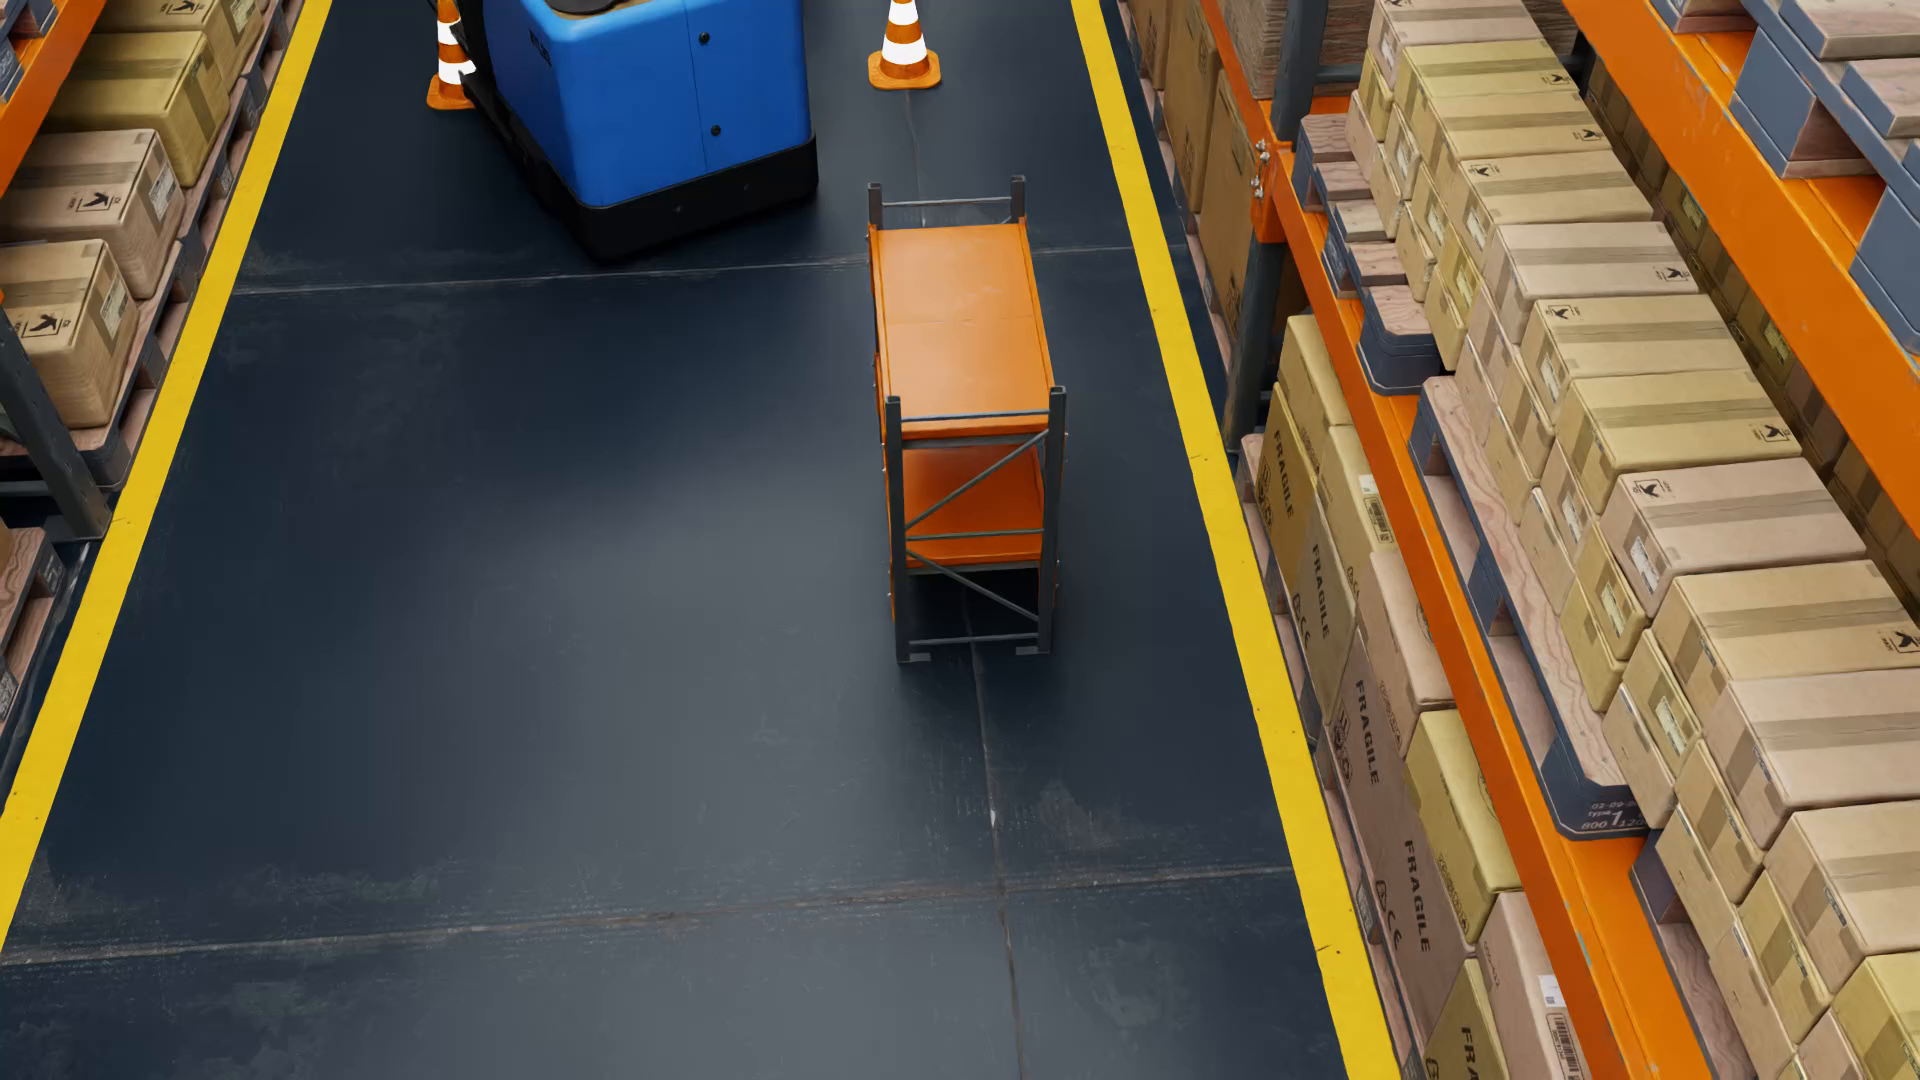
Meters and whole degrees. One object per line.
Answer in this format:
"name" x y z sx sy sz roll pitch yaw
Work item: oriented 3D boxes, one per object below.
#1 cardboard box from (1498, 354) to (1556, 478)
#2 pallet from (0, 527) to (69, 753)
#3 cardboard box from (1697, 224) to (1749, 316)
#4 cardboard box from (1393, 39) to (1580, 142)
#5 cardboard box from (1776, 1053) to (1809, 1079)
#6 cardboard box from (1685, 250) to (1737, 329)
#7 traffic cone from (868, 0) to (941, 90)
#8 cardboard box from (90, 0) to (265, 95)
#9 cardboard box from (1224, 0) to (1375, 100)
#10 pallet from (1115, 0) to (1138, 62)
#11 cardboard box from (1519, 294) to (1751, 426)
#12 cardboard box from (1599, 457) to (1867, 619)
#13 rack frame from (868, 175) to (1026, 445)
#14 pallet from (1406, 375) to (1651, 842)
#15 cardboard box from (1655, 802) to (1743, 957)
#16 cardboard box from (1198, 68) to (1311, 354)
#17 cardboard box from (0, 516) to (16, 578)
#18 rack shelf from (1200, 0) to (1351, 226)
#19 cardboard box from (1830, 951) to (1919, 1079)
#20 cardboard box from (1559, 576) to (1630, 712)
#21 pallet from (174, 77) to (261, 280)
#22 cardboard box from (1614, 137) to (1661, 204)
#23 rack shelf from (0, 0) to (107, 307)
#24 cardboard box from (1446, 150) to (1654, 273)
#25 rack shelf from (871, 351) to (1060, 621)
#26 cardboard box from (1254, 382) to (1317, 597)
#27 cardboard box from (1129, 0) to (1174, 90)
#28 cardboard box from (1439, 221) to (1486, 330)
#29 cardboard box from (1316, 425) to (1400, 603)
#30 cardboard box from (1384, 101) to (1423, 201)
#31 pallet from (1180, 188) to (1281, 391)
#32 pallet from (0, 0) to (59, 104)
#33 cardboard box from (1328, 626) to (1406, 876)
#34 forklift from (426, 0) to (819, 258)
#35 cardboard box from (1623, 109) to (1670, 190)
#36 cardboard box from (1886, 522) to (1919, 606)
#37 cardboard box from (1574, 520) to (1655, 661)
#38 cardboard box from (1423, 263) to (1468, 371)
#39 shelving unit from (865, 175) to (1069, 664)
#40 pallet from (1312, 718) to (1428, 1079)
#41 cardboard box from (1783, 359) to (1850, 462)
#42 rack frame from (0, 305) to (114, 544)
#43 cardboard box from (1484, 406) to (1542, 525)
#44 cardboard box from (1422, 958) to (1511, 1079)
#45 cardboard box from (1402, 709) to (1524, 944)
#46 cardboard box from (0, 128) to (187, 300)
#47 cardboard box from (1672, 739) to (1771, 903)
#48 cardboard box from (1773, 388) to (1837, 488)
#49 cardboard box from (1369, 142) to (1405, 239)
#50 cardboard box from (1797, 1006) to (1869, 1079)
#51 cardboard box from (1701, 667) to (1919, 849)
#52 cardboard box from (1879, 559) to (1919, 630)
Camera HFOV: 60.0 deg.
"cardboard box" 1.413 -0.283 3.631 0.380 0.149 0.250 -4 47 -4
"pallet" -3.470 0.492 5.139 1.003 0.211 1.213 -3 47 -3
"cardboard box" 2.028 -0.683 4.009 0.380 0.149 0.250 -3 47 -3
"cardboard box" 1.334 -1.138 4.236 0.380 0.149 0.250 -5 47 -4
"cardboard box" 1.545 0.956 2.662 0.380 0.149 0.250 -3 47 -3
"cardboard box" 2.021 -0.599 4.135 0.380 0.149 0.250 -4 47 -4
"traffic cone" -0.264 -2.376 7.681 0.336 0.463 0.334 -3 47 -3
"cardboard box" -3.685 -2.278 7.362 0.950 0.372 0.625 -1 47 -1
"cardboard box" 1.158 -1.760 5.282 0.500 0.500 0.500 -3 47 -3
"pallet" 1.268 -2.798 8.254 1.003 0.211 1.213 -3 47 -3
"cardboard box" 1.421 -0.382 3.520 0.380 0.149 0.250 -2 47 -2
"cardboard box" 1.462 -0.006 3.164 0.380 0.149 0.250 -5 47 -5
"rack frame" -0.042 -0.750 5.685 0.500 1.125 0.032 -3 47 -3
"pallet" 1.670 0.079 3.741 1.003 0.211 1.213 -3 47 -3
"cardboard box" 1.506 0.595 3.005 0.380 0.149 0.250 -6 47 -5
"cardboard box" 1.502 -1.233 6.112 1.050 0.750 0.750 -4 47 -4
"cardboard box" -3.485 0.049 4.812 0.875 0.875 0.875 -4 47 -4
"rack shelf" 1.296 -2.616 6.657 1.077 0.370 4.000 -3 47 -3
"cardboard box" 1.547 0.742 2.455 0.380 0.149 0.250 -5 47 -4
"cardboard box" 1.456 0.202 3.376 0.380 0.149 0.250 -2 47 -2
"pallet" -3.623 -1.530 7.053 1.003 0.211 1.213 -3 47 -3
"cardboard box" 1.982 -0.966 4.482 0.380 0.149 0.250 -4 47 -3
"rack shelf" -3.628 -2.242 6.303 1.077 0.370 4.000 -3 47 -3
"cardboard box" 1.372 -0.769 3.886 0.380 0.149 0.250 -5 47 -5
"rack shelf" 0.001 -0.214 5.514 0.538 0.278 1.000 -3 47 -3
"cardboard box" 1.269 -0.174 5.281 0.500 0.500 0.500 -5 47 -5
"cardboard box" 1.347 -2.539 7.349 1.050 0.750 0.750 -3 47 -3
"cardboard box" 1.376 -0.643 3.972 0.380 0.149 0.250 -3 47 -3
"cardboard box" 1.323 -0.079 4.674 0.500 0.250 0.500 -4 47 -4
"cardboard box" 1.329 -1.019 4.328 0.380 0.149 0.250 -1 47 -1
"pallet" 1.473 -1.032 6.582 1.003 0.211 1.213 -3 47 -3
"pallet" -3.626 -1.485 5.223 1.213 0.211 1.003 -3 47 -3
"cardboard box" 1.362 0.561 4.585 0.500 0.500 0.500 -5 47 -4
"forklift" -1.782 -3.213 6.774 1.130 2.935 3.031 -23 51 -20
"cardboard box" 1.983 -1.054 4.361 0.380 0.149 0.250 -2 47 -2
"cardboard box" 2.109 0.055 3.310 0.380 0.149 0.250 -4 47 -4
"cardboard box" 1.454 0.088 3.280 0.380 0.149 0.250 -3 47 -3
"cardboard box" 1.370 -0.554 4.092 0.380 0.149 0.250 -2 47 -1
"shelving unit" 0.001 -0.382 5.337 0.538 1.125 1.048 -3 47 -3
"pallet" 1.627 0.989 4.668 1.003 0.211 1.213 -3 47 -3
"cardboard box" 2.069 -0.314 3.660 0.380 0.149 0.250 -2 47 -2
"rack frame" -3.461 -1.042 4.671 1.000 3.000 0.127 -3 47 -3
"cardboard box" 1.413 -0.179 3.737 0.380 0.149 0.250 -3 47 -3
"cardboard box" 1.443 1.302 3.884 0.500 0.500 0.500 -4 47 -4
"cardboard box" 1.396 0.657 3.977 0.500 0.250 0.500 -5 47 -5
"cardboard box" -3.568 -1.226 6.366 0.950 0.372 0.625 -4 47 -4
"cardboard box" 1.500 0.474 2.914 0.380 0.149 0.250 -5 47 -5
"cardboard box" 2.065 -0.217 3.773 0.380 0.149 0.250 -2 47 -2
"cardboard box" 1.322 -0.944 4.462 0.380 0.149 0.250 -1 47 -1
"cardboard box" 1.545 0.851 2.557 0.380 0.149 0.250 -3 47 -3
"cardboard box" 1.505 0.365 2.812 0.380 0.149 0.250 -4 47 -3
"cardboard box" 2.109 0.162 3.414 0.380 0.149 0.250 -4 47 -4
